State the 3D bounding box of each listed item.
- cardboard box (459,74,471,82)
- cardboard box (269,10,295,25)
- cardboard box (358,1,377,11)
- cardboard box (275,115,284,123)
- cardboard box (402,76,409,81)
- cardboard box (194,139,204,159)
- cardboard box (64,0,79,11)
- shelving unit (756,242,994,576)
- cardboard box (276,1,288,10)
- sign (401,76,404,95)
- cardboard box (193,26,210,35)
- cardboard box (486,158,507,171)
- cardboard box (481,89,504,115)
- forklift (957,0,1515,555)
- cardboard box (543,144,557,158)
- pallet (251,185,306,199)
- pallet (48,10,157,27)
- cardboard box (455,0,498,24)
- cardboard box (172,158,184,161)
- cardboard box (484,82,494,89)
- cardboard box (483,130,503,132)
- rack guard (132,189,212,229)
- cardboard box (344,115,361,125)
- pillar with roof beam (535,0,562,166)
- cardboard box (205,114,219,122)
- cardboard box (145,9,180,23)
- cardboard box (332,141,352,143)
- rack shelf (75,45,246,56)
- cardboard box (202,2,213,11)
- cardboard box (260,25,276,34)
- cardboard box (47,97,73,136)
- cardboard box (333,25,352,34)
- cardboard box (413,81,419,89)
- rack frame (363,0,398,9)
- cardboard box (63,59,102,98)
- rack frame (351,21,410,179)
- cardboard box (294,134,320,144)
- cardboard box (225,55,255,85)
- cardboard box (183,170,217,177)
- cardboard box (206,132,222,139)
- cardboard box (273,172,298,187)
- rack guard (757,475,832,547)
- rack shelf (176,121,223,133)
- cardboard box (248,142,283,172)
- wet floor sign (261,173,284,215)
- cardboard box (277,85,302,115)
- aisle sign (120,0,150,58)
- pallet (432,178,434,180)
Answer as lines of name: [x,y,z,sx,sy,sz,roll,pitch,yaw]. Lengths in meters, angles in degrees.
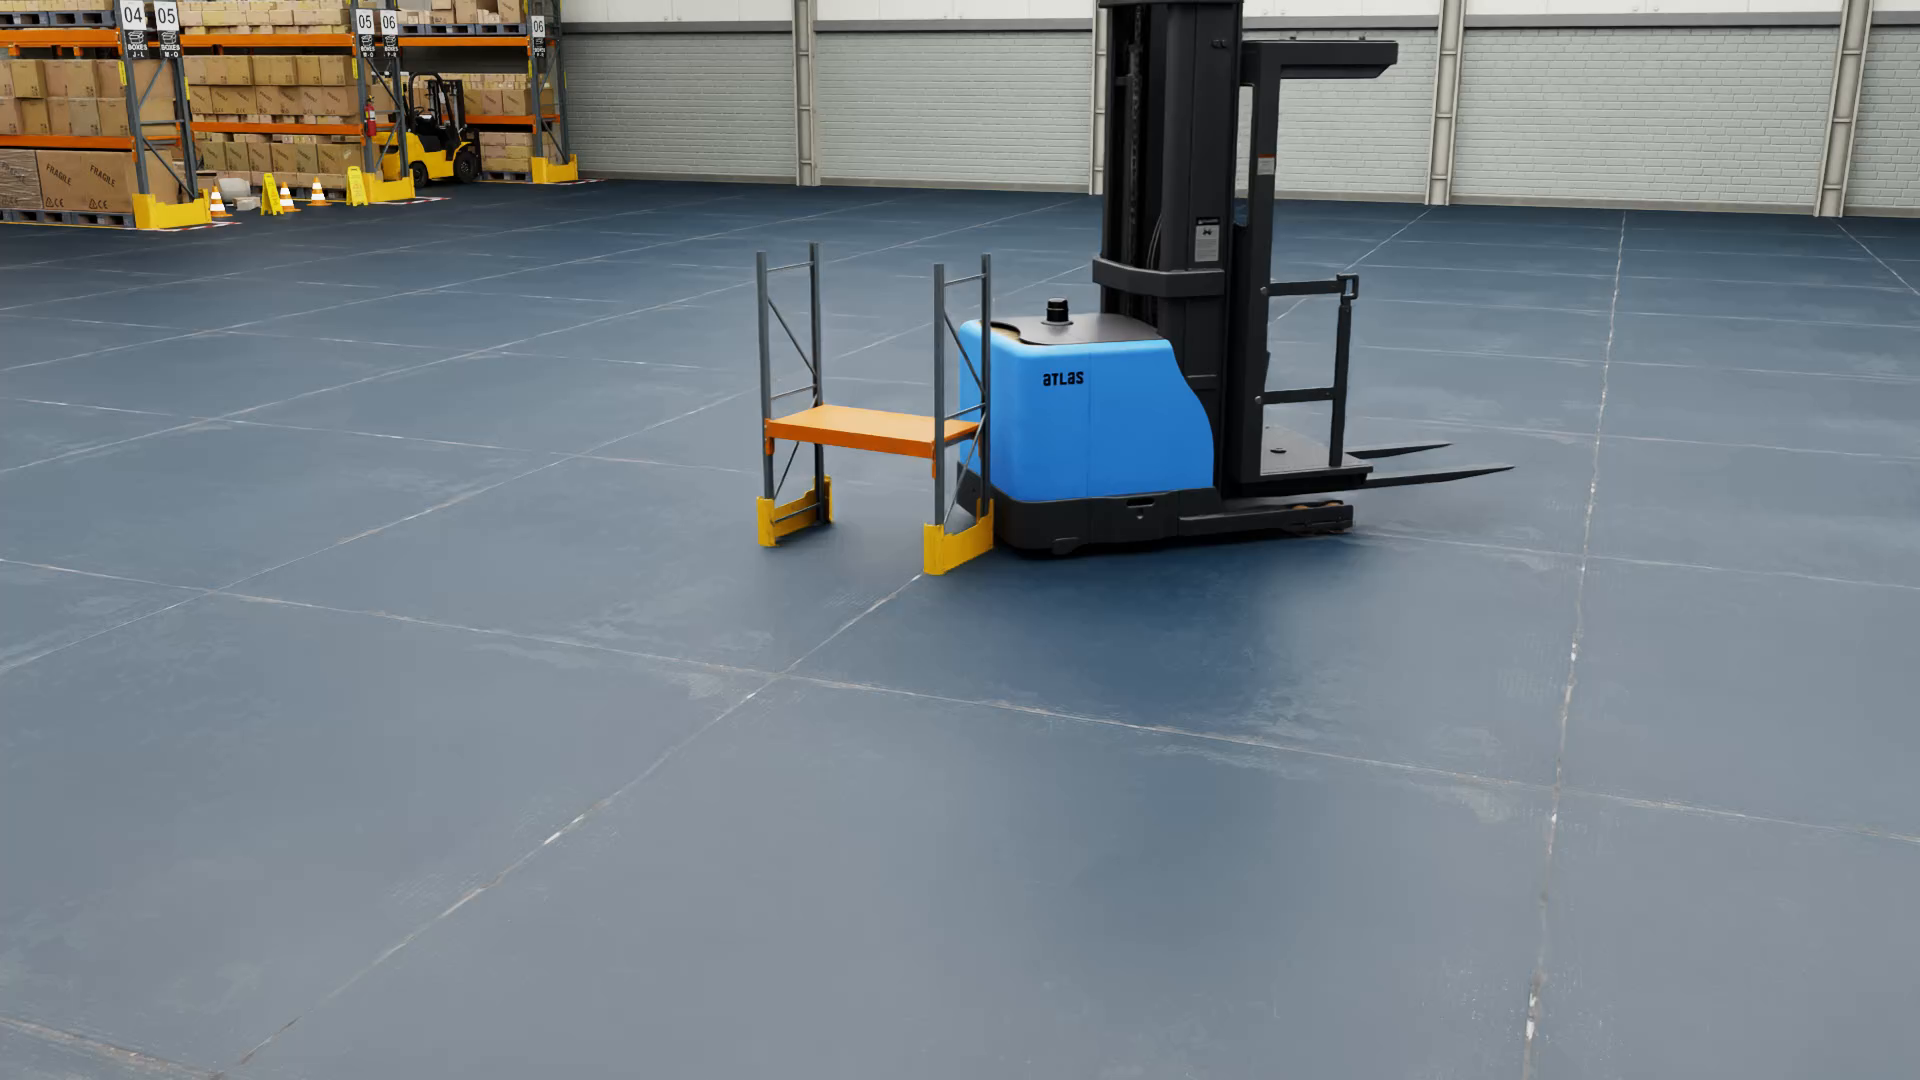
cardboard box: [-9.873,-9.323,33.533,0.250,0.149,0.380,7,17,22]
cardboard box: [-11.583,-9.044,28.802,0.500,0.250,0.500,7,18,22]
cardboard box: [-10.312,-9.239,28.758,0.250,0.149,0.380,6,17,20]
cardboard box: [-11.898,-7.470,29.477,0.250,0.149,0.380,6,17,21]
cardboard box: [-11.255,-9.509,34.173,0.250,0.149,0.380,6,17,20]
cardboard box: [-16.615,-8.596,36.632,0.500,0.500,0.500,6,17,20]
cardboard box: [-12.686,-7.720,24.025,0.250,0.149,0.380,7,17,21]
shelving unit: [-0.434,-0.690,8.359,1.083,1.500,0.587,9,19,29]
cardboard box: [-11.625,-9.265,28.848,0.250,0.149,0.380,6,17,19]
sign: [-9.858,-8.003,29.309,0.005,0.325,0.100,6,17,21]
cardboard box: [-13.355,-9.038,29.498,0.250,0.149,0.380,6,17,21]
cardboard box: [-9.251,-7.635,33.772,0.500,0.250,0.500,6,17,21]
cardboard box: [-9.272,-8.820,33.496,0.500,0.500,0.500,7,18,22]
forklift: [1.559,-1.556,8.776,3.031,2.935,1.130,-5,17,-18]
cardboard box: [-8.600,-7.958,33.987,0.500,0.250,0.500,7,17,22]
pallet: [-12.001,-6.333,30.110,1.213,0.211,1.003,6,17,21]
pallet: [-12.473,-7.624,24.333,1.213,0.211,1.003,6,17,21]
cardboard box: [-9.656,-10.586,33.264,0.500,0.500,0.700,6,17,21]
cardboard box: [-14.937,-6.921,31.095,0.625,0.372,0.950,7,18,24]
cardboard box: [-9.358,-9.146,33.455,0.250,0.149,0.380,6,17,20]
cardboard box: [-9.544,-8.298,34.263,0.500,0.250,0.500,6,17,20]
rack guard: [-11.757,-4.950,24.827,0.348,0.500,1.175,6,17,21]
cardboard box: [-10.483,-7.309,28.920,0.250,0.149,0.380,7,18,22]
pillar with roof beam: [-10.135,-10.804,29.749,0.400,9.000,9.100,6,17,21]
cardboard box: [-13.348,-7.608,29.949,0.250,0.149,0.380,7,18,22]
cardboard box: [-14.374,-9.448,29.975,0.500,0.250,0.500,6,17,20]
cardboard box: [-11.216,-6.897,29.885,0.500,0.500,0.500,6,17,19]
rack shelf: [-17.541,-10.853,36.586,4.000,0.370,1.077,6,17,21]
cardboard box: [-13.109,-9.394,29.291,0.250,0.149,0.380,6,17,19]
cardboard box: [-11.936,-8.876,28.939,0.250,0.149,0.380,6,17,20]
cardboard box: [-13.135,-6.391,25.040,0.550,0.550,0.875,6,17,21]
cardboard box: [-10.491,-8.731,28.437,0.250,0.149,0.380,6,17,21]
cardboard box: [-11.063,-9.312,34.028,0.250,0.149,0.380,7,17,22]
rack frame: [-11.960,-12.025,33.954,0.127,3.000,1.000,6,17,21]
cardboard box: [-12.655,-6.824,24.592,0.550,0.550,0.875,6,17,21]
rack frame: [-10.057,-7.447,28.945,0.127,3.000,1.000,6,17,21]
cardboard box: [-11.496,-7.061,29.285,0.250,0.149,0.380,7,17,22]
cardboard box: [-12.524,-8.310,29.410,0.500,0.500,0.700,6,17,19]
cardboard box: [-13.280,-6.194,29.109,0.500,0.500,0.500,-9,18,-27]
cardboard box: [-16.233,-8.850,36.347,0.250,0.149,0.380,5,17,18]
cardboard box: [-11.875,-6.448,29.683,0.500,0.250,0.500,6,17,19]
rack guard: [-0.866,-0.159,8.771,0.087,0.250,0.587,9,19,29]
rack shelf: [-15.638,-7.715,31.159,4.000,0.370,1.077,6,17,21]
cardboard box: [-12.344,-6.862,29.763,0.500,0.500,0.500,7,18,24]
wet floor sign: [-11.025,-5.533,26.574,0.232,0.644,0.267,3,17,11]
cardboard box: [-11.591,-7.726,29.194,0.500,0.500,0.500,6,17,20]
aisle sign: [-11.823,-7.316,23.832,0.004,0.787,0.394,6,17,21]
pallet: [-11.235,-7.712,34.861,1.213,0.211,1.003,6,17,21]
